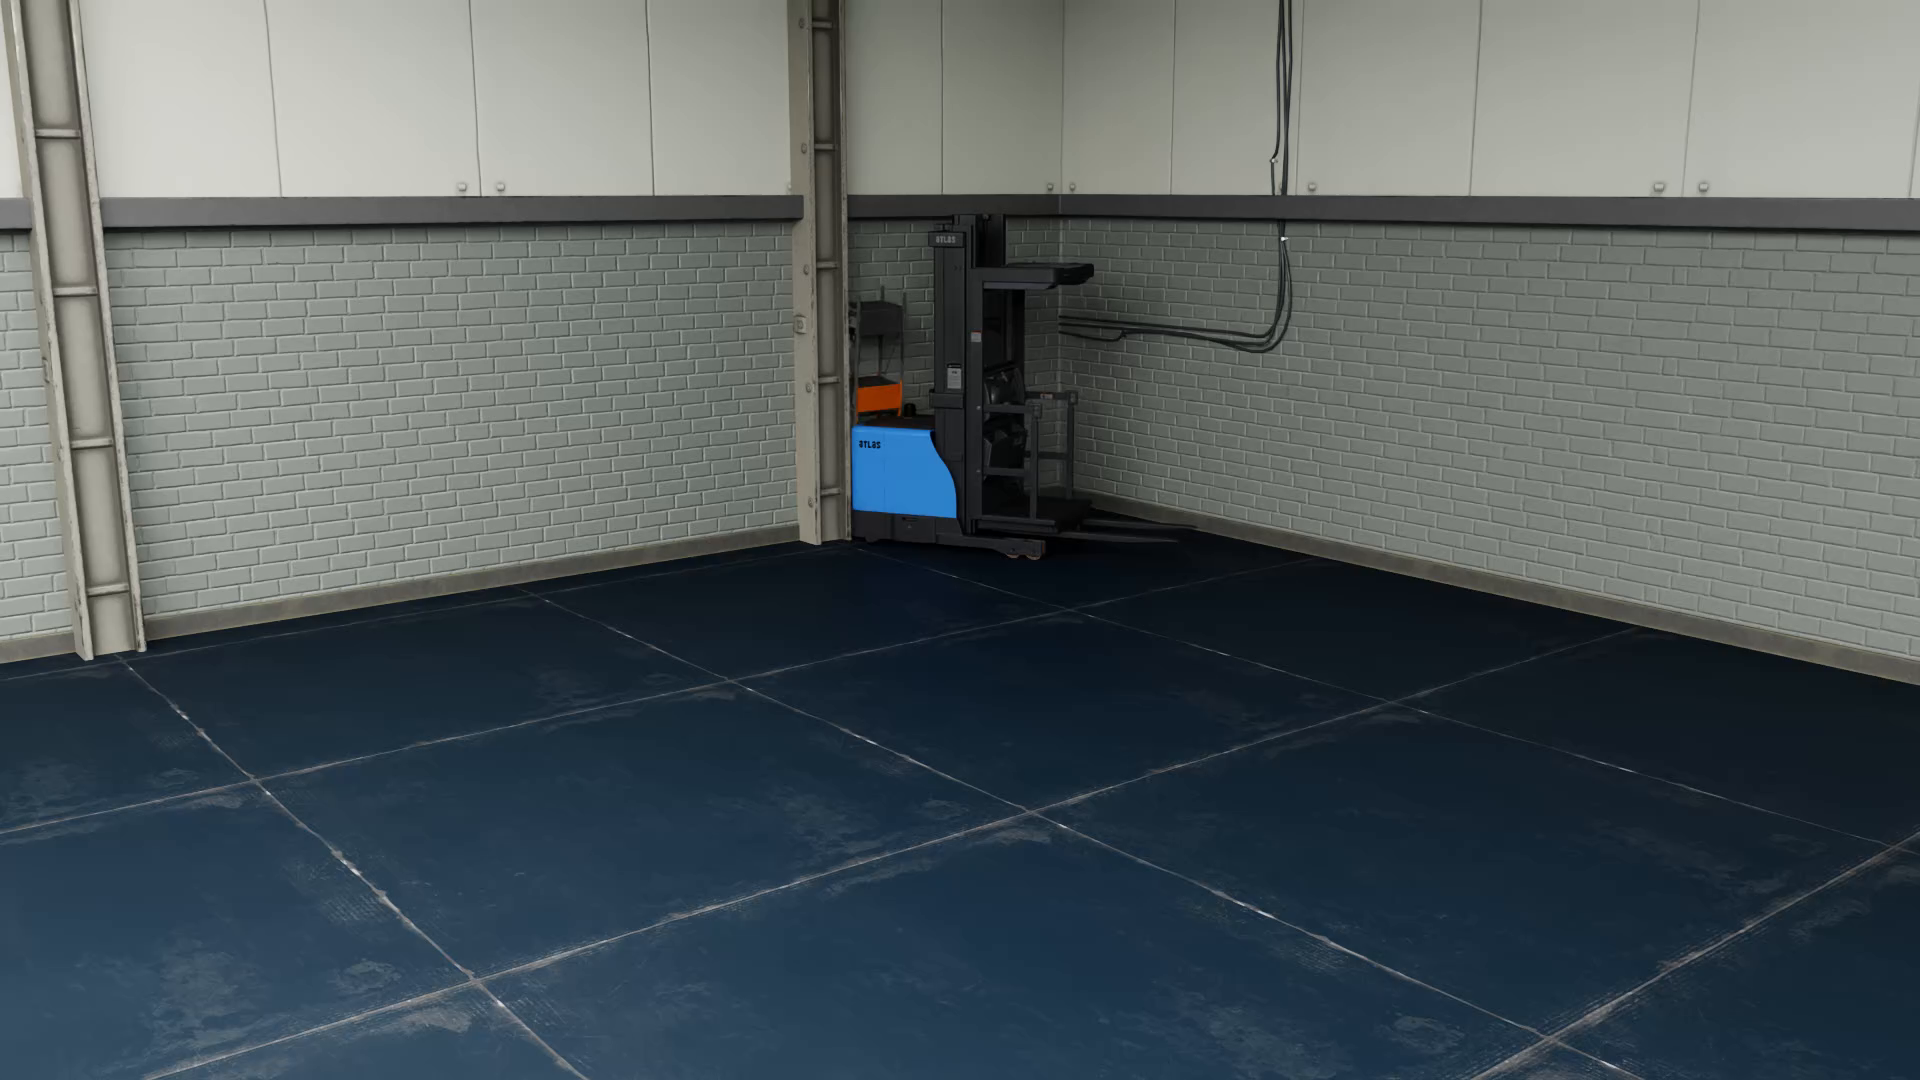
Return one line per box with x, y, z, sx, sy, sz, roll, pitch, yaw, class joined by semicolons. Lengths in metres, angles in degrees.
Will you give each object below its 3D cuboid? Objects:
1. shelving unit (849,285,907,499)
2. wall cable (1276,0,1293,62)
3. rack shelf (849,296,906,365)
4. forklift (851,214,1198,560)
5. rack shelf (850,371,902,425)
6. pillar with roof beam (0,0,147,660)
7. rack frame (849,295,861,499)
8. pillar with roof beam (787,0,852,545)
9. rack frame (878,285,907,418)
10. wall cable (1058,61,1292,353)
-0.851;-1.248;15.271;0.503;2.100;0.431;-10;22;-34;shelving unit
3.578;-5.087;12.860;0.112;2.526;3.097;-9;15;-38;wall cable
-0.817;-1.901;15.061;0.480;0.518;0.431;-10;22;-34;rack shelf
0.578;-1.385;14.718;3.031;2.935;1.130;5;13;21;forklift
-0.852;-1.235;15.275;0.480;0.518;0.431;-10;22;-34;rack shelf
-3.235;-2.930;7.383;0.400;9.000;9.100;-9;15;-38;pillar with roof beam
-1.050;-1.214;15.133;0.015;2.100;0.400;-10;22;-34;rack frame
1.450;-3.708;11.050;0.400;9.000;9.100;-9;15;-38;pillar with roof beam
-0.653;-1.282;15.408;0.015;2.100;0.400;-10;22;-34;rack frame
1.888;-3.056;15.451;0.112;2.526;3.097;-9;15;-38;wall cable
